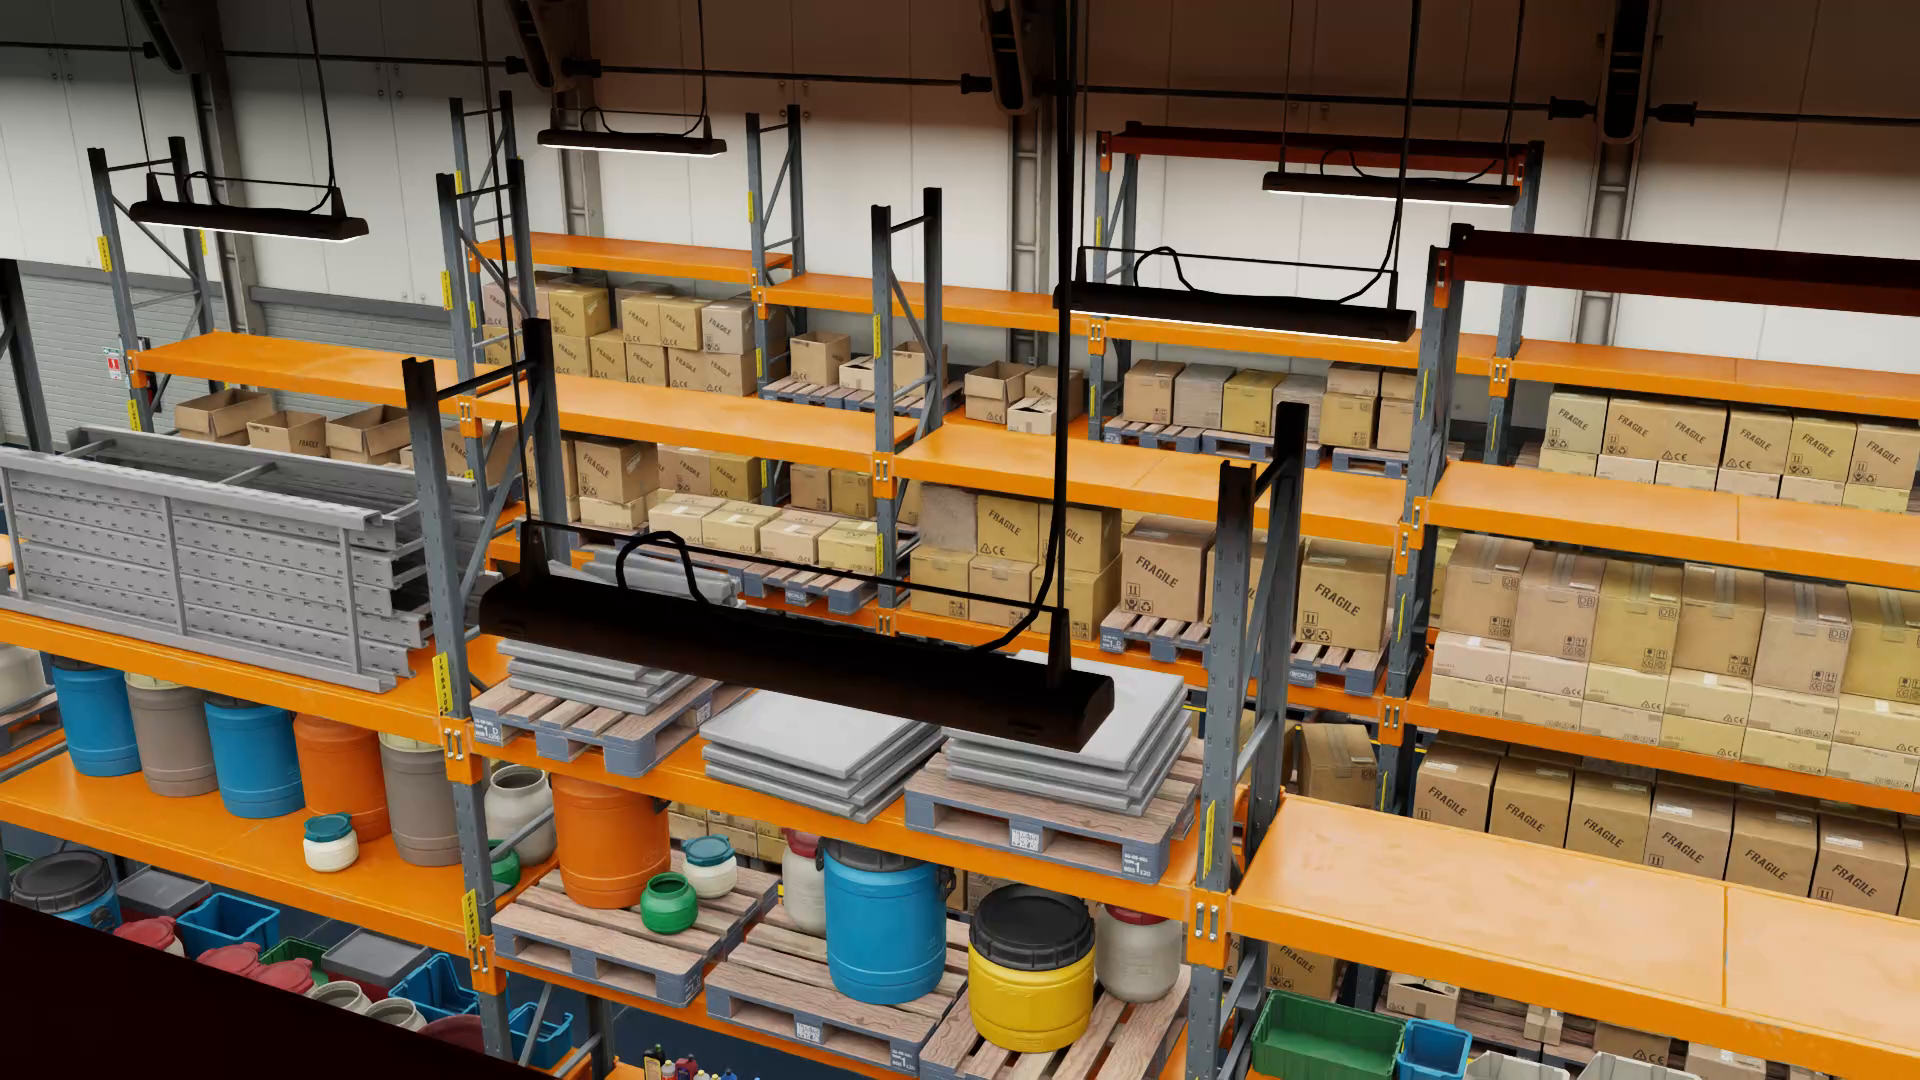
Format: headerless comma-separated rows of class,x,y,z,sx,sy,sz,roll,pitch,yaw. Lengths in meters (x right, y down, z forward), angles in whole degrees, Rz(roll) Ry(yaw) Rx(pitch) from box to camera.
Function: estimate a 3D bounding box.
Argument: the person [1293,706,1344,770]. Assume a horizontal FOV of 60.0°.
person,3.505,1.650,15.998,1.068,1.586,0.478,3,21,9
